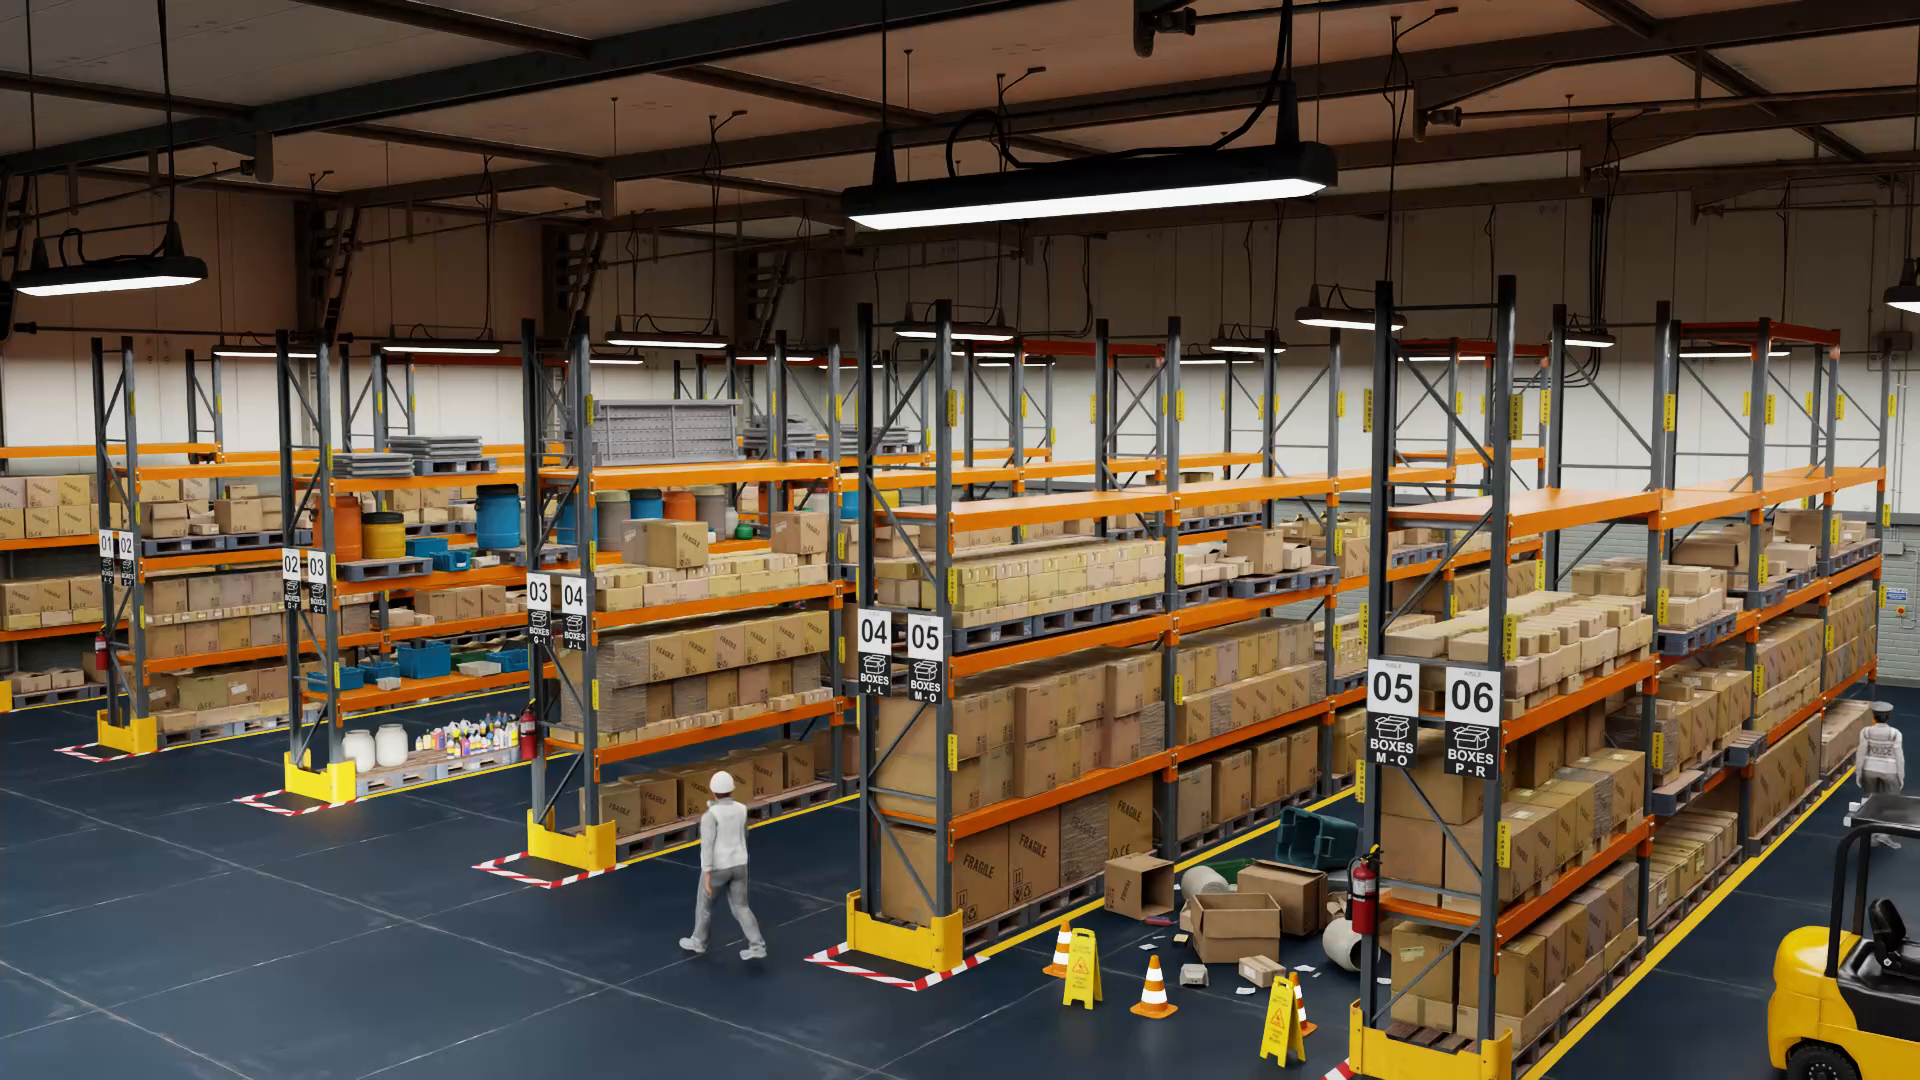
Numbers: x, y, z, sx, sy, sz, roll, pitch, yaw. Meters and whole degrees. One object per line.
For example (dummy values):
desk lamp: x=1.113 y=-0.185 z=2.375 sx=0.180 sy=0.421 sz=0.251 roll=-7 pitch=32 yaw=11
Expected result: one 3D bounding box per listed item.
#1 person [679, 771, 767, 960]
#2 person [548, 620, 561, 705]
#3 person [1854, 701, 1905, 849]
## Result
person: x=-2.168 y=2.972 z=15.223 sx=1.007 sy=1.729 sz=0.610 roll=5 pitch=7 yaw=44
person: x=-6.420 y=2.060 z=25.934 sx=1.136 sy=1.687 sz=0.562 roll=-4 pitch=7 yaw=-40
person: x=10.475 y=2.690 z=18.945 sx=0.512 sy=1.672 sz=0.516 roll=4 pitch=6 yaw=36
